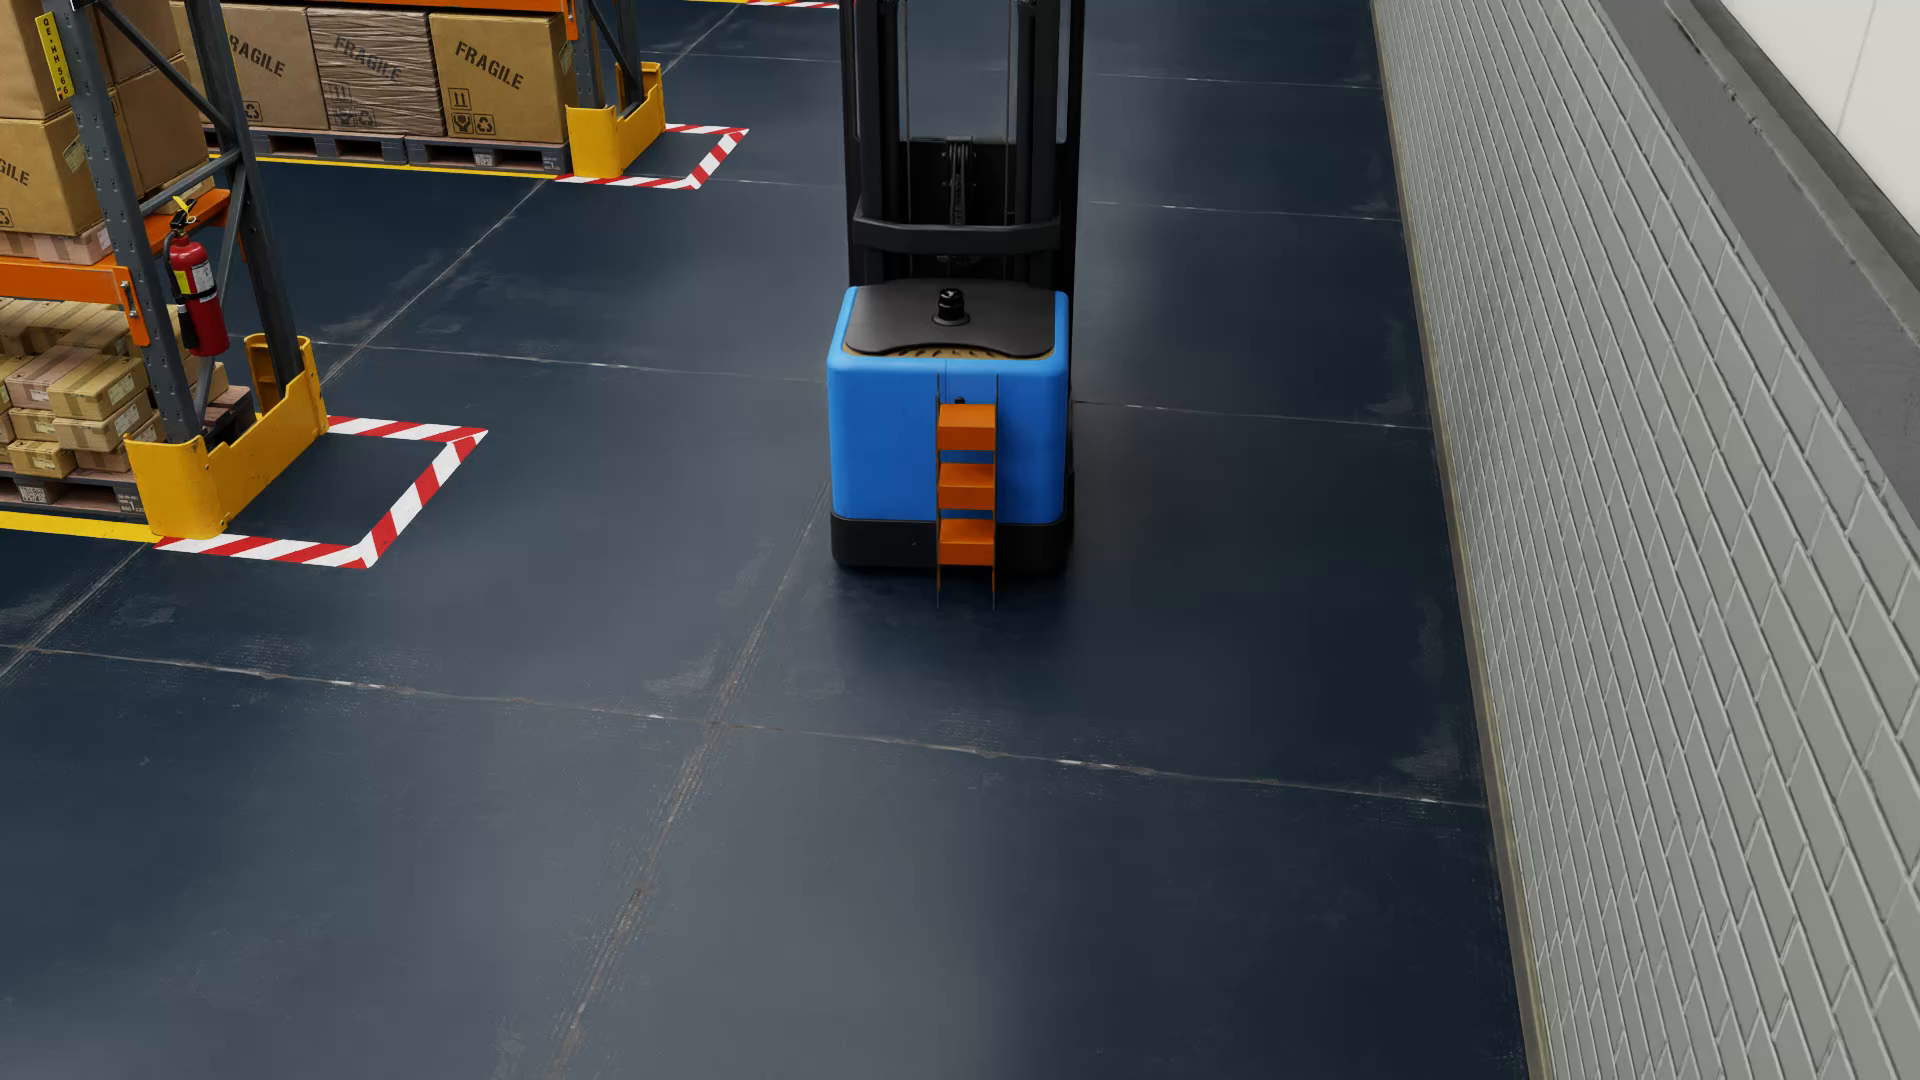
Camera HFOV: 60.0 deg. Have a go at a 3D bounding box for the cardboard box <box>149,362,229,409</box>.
[{"bbox_3d":[-3.937,-0.764,8.435,0.250,0.149,0.380,6,33,9],"label":"cardboard box"}]

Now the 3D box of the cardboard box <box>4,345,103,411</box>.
[{"bbox_3d":[-4.277,-0.769,7.882,0.250,0.149,0.380,6,33,9],"label":"cardboard box"}]

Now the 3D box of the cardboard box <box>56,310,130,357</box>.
[{"bbox_3d":[-4.226,-0.988,8.232,0.250,0.149,0.380,6,33,9],"label":"cardboard box"}]

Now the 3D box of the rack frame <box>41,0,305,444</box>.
[{"bbox_3d":[-3.474,-1.580,7.448,0.127,3.000,1.000,5,32,8],"label":"rack frame"}]

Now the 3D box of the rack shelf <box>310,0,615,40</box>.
[{"bbox_3d":[-4.512,-4.039,12.054,4.000,0.370,1.077,5,32,8],"label":"rack shelf"}]

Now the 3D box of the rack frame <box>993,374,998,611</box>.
[{"bbox_3d":[0.151,-0.187,7.059,0.008,1.050,0.200,1,32,2],"label":"rack frame"}]

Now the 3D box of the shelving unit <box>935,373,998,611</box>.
[{"bbox_3d":[0.029,-0.189,7.063,0.252,1.050,0.215,1,32,2],"label":"shelving unit"}]

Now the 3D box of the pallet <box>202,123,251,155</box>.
[{"bbox_3d":[-5.747,-3.232,12.714,1.213,0.211,1.003,5,32,8],"label":"pallet"}]

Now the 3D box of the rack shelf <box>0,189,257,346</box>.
[{"bbox_3d":[-5.446,-1.454,7.924,4.000,0.370,1.077,5,32,8],"label":"rack shelf"}]

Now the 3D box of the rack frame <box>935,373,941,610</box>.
[{"bbox_3d":[-0.093,-0.192,7.067,0.008,1.050,0.200,1,32,2],"label":"rack frame"}]

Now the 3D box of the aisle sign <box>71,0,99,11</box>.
[{"bbox_3d":[-3.453,-2.519,6.497,0.004,0.787,0.394,5,32,8],"label":"aisle sign"}]

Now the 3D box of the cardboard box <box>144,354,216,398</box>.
[{"bbox_3d":[-3.948,-0.857,8.303,0.250,0.149,0.380,6,33,10],"label":"cardboard box"}]

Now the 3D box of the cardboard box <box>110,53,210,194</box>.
[{"bbox_3d":[-3.870,-1.933,7.637,0.500,0.500,0.500,7,33,11],"label":"cardboard box"}]

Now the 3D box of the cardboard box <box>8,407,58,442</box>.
[{"bbox_3d":[-4.291,-0.625,7.933,0.250,0.149,0.380,4,32,7],"label":"cardboard box"}]

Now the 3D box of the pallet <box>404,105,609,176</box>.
[{"bbox_3d":[-3.342,-3.014,12.366,1.213,0.211,1.003,5,32,8],"label":"pallet"}]

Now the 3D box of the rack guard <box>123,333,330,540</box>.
[{"bbox_3d":[-3.549,-0.528,8.122,0.348,0.500,1.175,5,32,8],"label":"rack guard"}]

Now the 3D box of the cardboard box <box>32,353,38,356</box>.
[{"bbox_3d":[-4.699,-0.966,8.477,0.250,0.149,0.380,6,33,10],"label":"cardboard box"}]

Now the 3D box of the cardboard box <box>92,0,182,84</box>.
[{"bbox_3d":[-3.872,-2.352,7.363,0.500,0.500,0.500,5,32,8],"label":"cardboard box"}]

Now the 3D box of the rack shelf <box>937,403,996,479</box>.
[{"bbox_3d":[0.029,-0.421,6.918,0.240,0.259,0.215,1,32,2],"label":"rack shelf"}]

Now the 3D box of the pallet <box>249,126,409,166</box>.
[{"bbox_3d":[-4.541,-3.124,12.542,1.213,0.211,1.003,5,32,8],"label":"pallet"}]

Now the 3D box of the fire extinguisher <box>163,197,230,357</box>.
[{"bbox_3d":[-3.304,-1.126,7.145,0.183,0.674,0.296,5,32,8],"label":"fire extinguisher"}]

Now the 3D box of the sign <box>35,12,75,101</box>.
[{"bbox_3d":[-3.587,-1.917,6.596,0.005,0.325,0.100,5,32,8],"label":"sign"}]

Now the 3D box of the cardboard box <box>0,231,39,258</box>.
[{"bbox_3d":[-4.082,-1.397,7.391,0.250,0.149,0.380,5,32,8],"label":"cardboard box"}]

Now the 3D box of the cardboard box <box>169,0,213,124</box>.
[{"bbox_3d":[-5.846,-3.699,12.439,0.875,0.875,0.875,5,32,8],"label":"cardboard box"}]

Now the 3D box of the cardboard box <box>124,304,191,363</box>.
[{"bbox_3d":[-3.934,-1.027,8.293,0.250,0.149,0.380,4,32,6],"label":"cardboard box"}]

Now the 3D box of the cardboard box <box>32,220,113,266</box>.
[{"bbox_3d":[-3.843,-1.355,7.325,0.250,0.149,0.380,5,32,8],"label":"cardboard box"}]

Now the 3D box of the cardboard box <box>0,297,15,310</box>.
[{"bbox_3d":[-4.983,-1.086,8.389,0.250,0.149,0.380,6,33,10],"label":"cardboard box"}]

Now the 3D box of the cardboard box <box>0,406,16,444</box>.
[{"bbox_3d":[-4.555,-0.619,7.923,0.250,0.149,0.380,4,32,6],"label":"cardboard box"}]

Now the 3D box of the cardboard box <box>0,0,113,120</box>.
[{"bbox_3d":[-3.967,-2.083,6.934,0.500,0.500,0.500,5,32,7],"label":"cardboard box"}]

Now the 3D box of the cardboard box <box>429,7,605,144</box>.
[{"bbox_3d":[-3.185,-3.458,12.054,0.875,0.875,0.875,5,32,8],"label":"cardboard box"}]

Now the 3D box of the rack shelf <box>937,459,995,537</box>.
[{"bbox_3d":[0.029,-0.180,7.068,0.240,0.259,0.215,1,32,2],"label":"rack shelf"}]

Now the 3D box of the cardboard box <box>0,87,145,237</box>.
[{"bbox_3d":[-3.961,-1.654,7.191,0.500,0.500,0.500,6,33,9],"label":"cardboard box"}]

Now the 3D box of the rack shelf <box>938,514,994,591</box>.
[{"bbox_3d":[0.029,0.055,7.216,0.240,0.259,0.215,1,32,2],"label":"rack shelf"}]

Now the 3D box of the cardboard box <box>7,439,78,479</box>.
[{"bbox_3d":[-4.299,-0.458,7.945,0.250,0.149,0.380,6,33,10],"label":"cardboard box"}]

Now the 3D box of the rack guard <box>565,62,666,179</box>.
[{"bbox_3d":[-2.517,-3.104,12.237,0.348,0.500,1.175,5,32,8],"label":"rack guard"}]

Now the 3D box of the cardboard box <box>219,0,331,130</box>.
[{"bbox_3d":[-4.959,-3.619,12.311,0.875,0.875,0.875,5,32,8],"label":"cardboard box"}]

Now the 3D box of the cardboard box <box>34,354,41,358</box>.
[{"bbox_3d":[-4.464,-0.887,8.350,0.250,0.149,0.380,6,32,9],"label":"cardboard box"}]

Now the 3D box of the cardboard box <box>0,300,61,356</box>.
[{"bbox_3d":[-4.711,-1.057,8.341,0.250,0.149,0.380,4,32,6],"label":"cardboard box"}]

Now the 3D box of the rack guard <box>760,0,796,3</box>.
[{"bbox_3d":[-1.681,-5.701,16.387,0.348,0.500,1.175,5,32,8],"label":"rack guard"}]

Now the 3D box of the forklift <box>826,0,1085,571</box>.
[{"bbox_3d":[0.023,-1.856,7.952,1.130,2.935,3.031,2,32,3],"label":"forklift"}]

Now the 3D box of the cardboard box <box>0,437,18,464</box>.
[{"bbox_3d":[-4.545,-0.526,8.055,0.250,0.149,0.380,5,32,8],"label":"cardboard box"}]

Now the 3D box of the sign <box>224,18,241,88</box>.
[{"bbox_3d":[-3.383,-2.231,7.671,0.005,0.325,0.100,5,32,8],"label":"sign"}]

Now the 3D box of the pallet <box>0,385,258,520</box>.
[{"bbox_3d":[-4.344,-0.496,8.344,1.213,0.211,1.003,5,32,8],"label":"pallet"}]

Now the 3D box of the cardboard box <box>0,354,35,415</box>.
[{"bbox_3d":[-4.553,-0.726,7.813,0.250,0.149,0.380,4,32,7],"label":"cardboard box"}]

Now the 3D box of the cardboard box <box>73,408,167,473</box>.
[{"bbox_3d":[-4.028,-0.488,7.993,0.250,0.149,0.380,6,32,9],"label":"cardboard box"}]

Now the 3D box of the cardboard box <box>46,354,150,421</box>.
[{"bbox_3d":[-4.039,-0.717,7.798,0.250,0.149,0.380,6,32,9],"label":"cardboard box"}]

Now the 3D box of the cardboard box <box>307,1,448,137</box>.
[{"bbox_3d":[-4.082,-3.539,12.184,0.875,0.875,0.875,5,32,8],"label":"cardboard box"}]

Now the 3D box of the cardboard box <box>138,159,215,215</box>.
[{"bbox_3d":[-3.738,-1.674,7.834,0.250,0.149,0.380,5,32,8],"label":"cardboard box"}]

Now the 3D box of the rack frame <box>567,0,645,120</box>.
[{"bbox_3d":[-2.540,-4.165,11.578,0.127,3.000,1.000,5,32,8],"label":"rack frame"}]

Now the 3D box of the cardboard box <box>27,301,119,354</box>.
[{"bbox_3d":[-4.452,-1.078,8.375,0.250,0.149,0.380,5,32,8],"label":"cardboard box"}]

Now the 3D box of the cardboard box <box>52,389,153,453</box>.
[{"bbox_3d":[-4.043,-0.574,7.850,0.250,0.149,0.380,4,32,7],"label":"cardboard box"}]
